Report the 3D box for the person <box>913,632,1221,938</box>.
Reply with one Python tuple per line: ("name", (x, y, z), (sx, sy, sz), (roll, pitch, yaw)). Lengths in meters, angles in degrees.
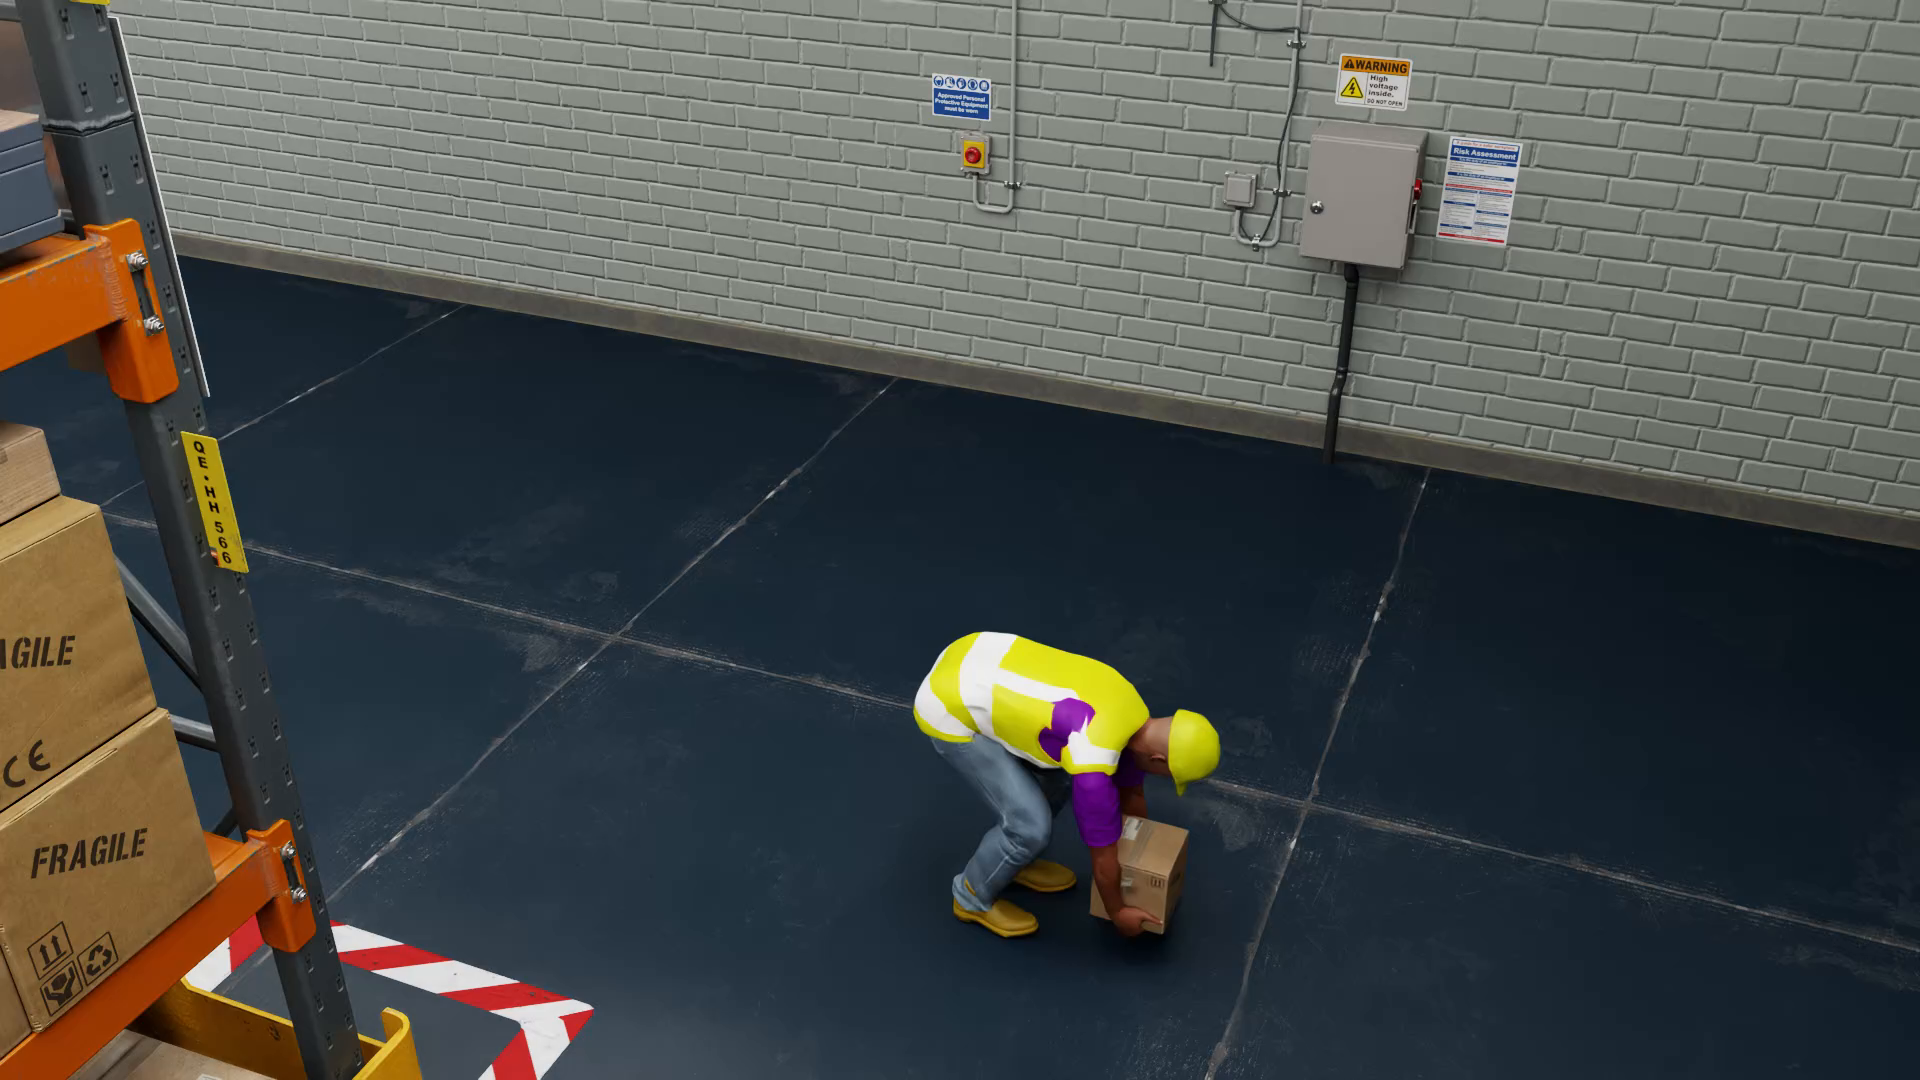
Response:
("person", (0.344, 0.813, 5.419), (0.976, 1.019, 0.491), (10, 31, 17))
